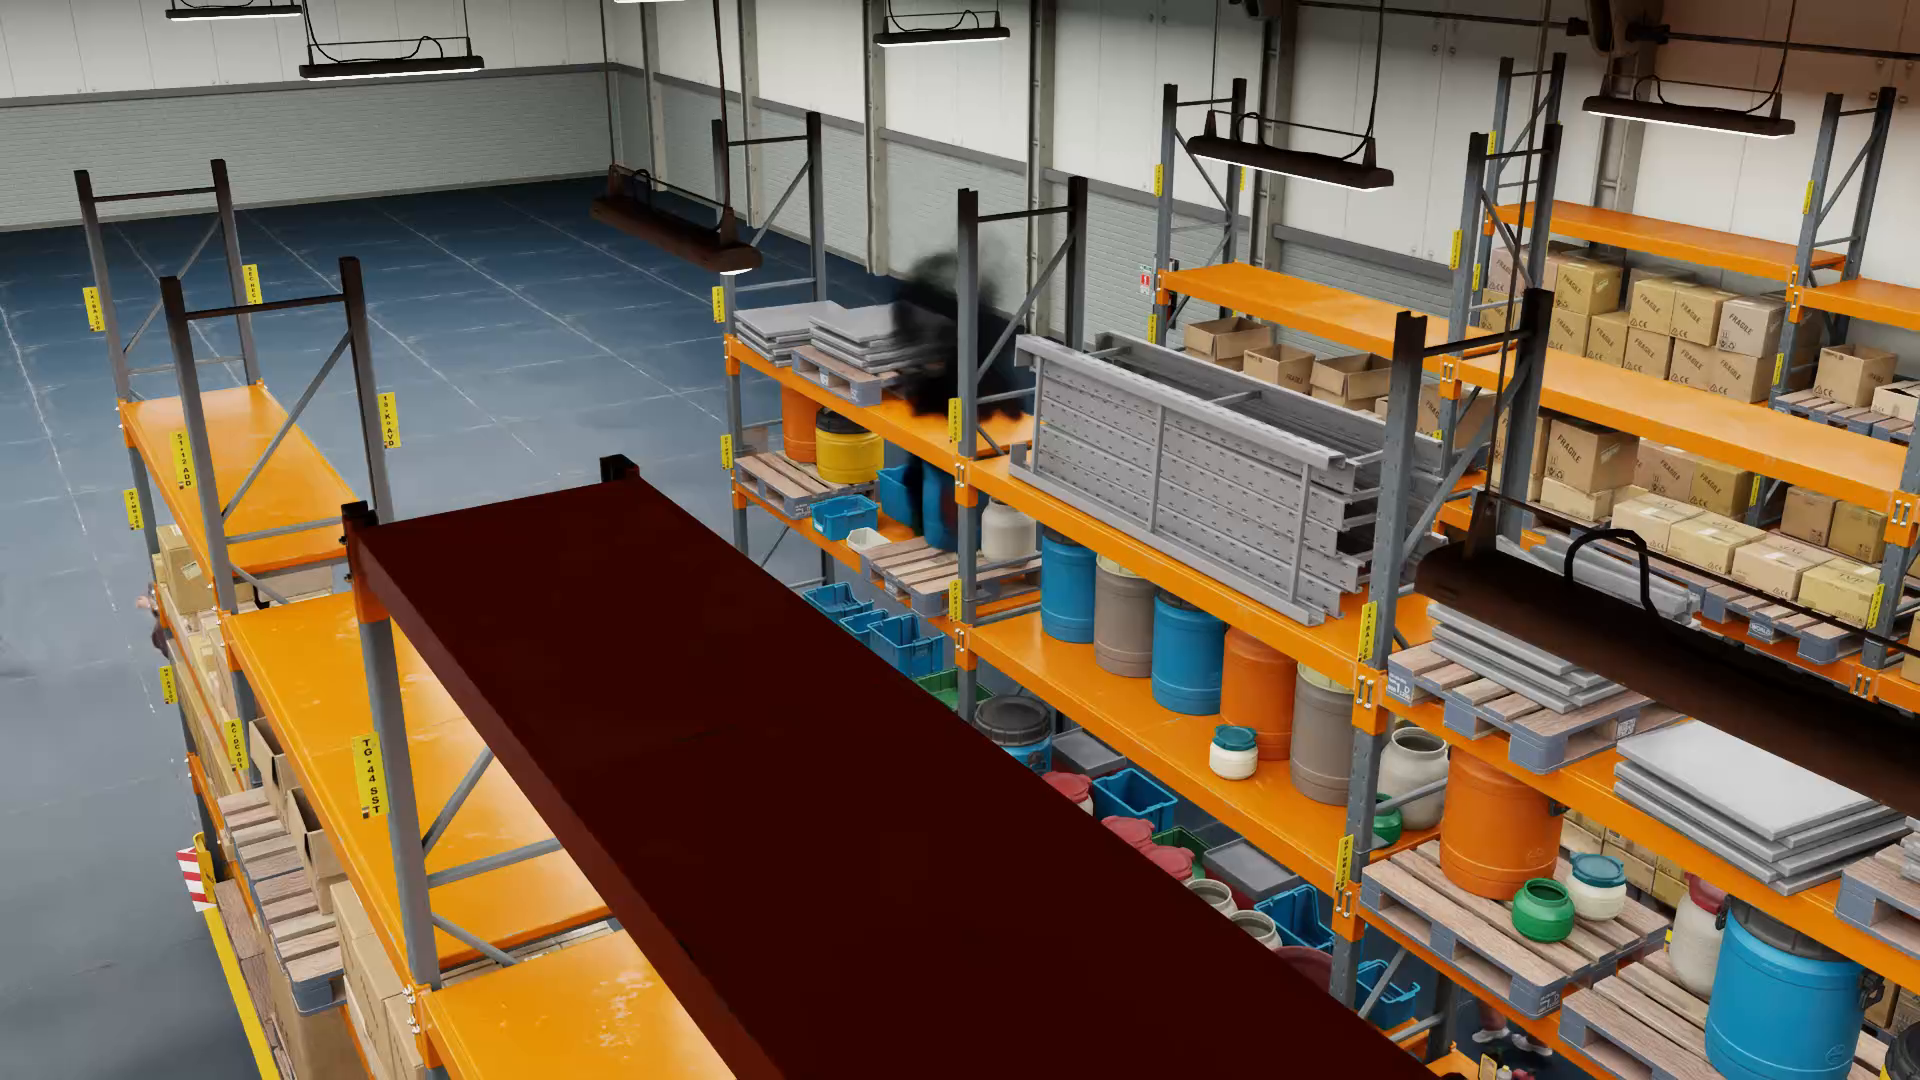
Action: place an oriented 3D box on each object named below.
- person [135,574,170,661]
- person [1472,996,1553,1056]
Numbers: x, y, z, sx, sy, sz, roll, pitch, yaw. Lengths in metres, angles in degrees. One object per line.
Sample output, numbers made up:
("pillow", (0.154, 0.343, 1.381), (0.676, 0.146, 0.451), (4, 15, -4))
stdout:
("person", (-8.214, 0.754, 17.263), (0.569, 1.678, 0.652), (-3, 22, -8))
("person", (3.996, 2.928, 11.859), (0.558, 1.704, 0.670), (-19, 29, -39))
